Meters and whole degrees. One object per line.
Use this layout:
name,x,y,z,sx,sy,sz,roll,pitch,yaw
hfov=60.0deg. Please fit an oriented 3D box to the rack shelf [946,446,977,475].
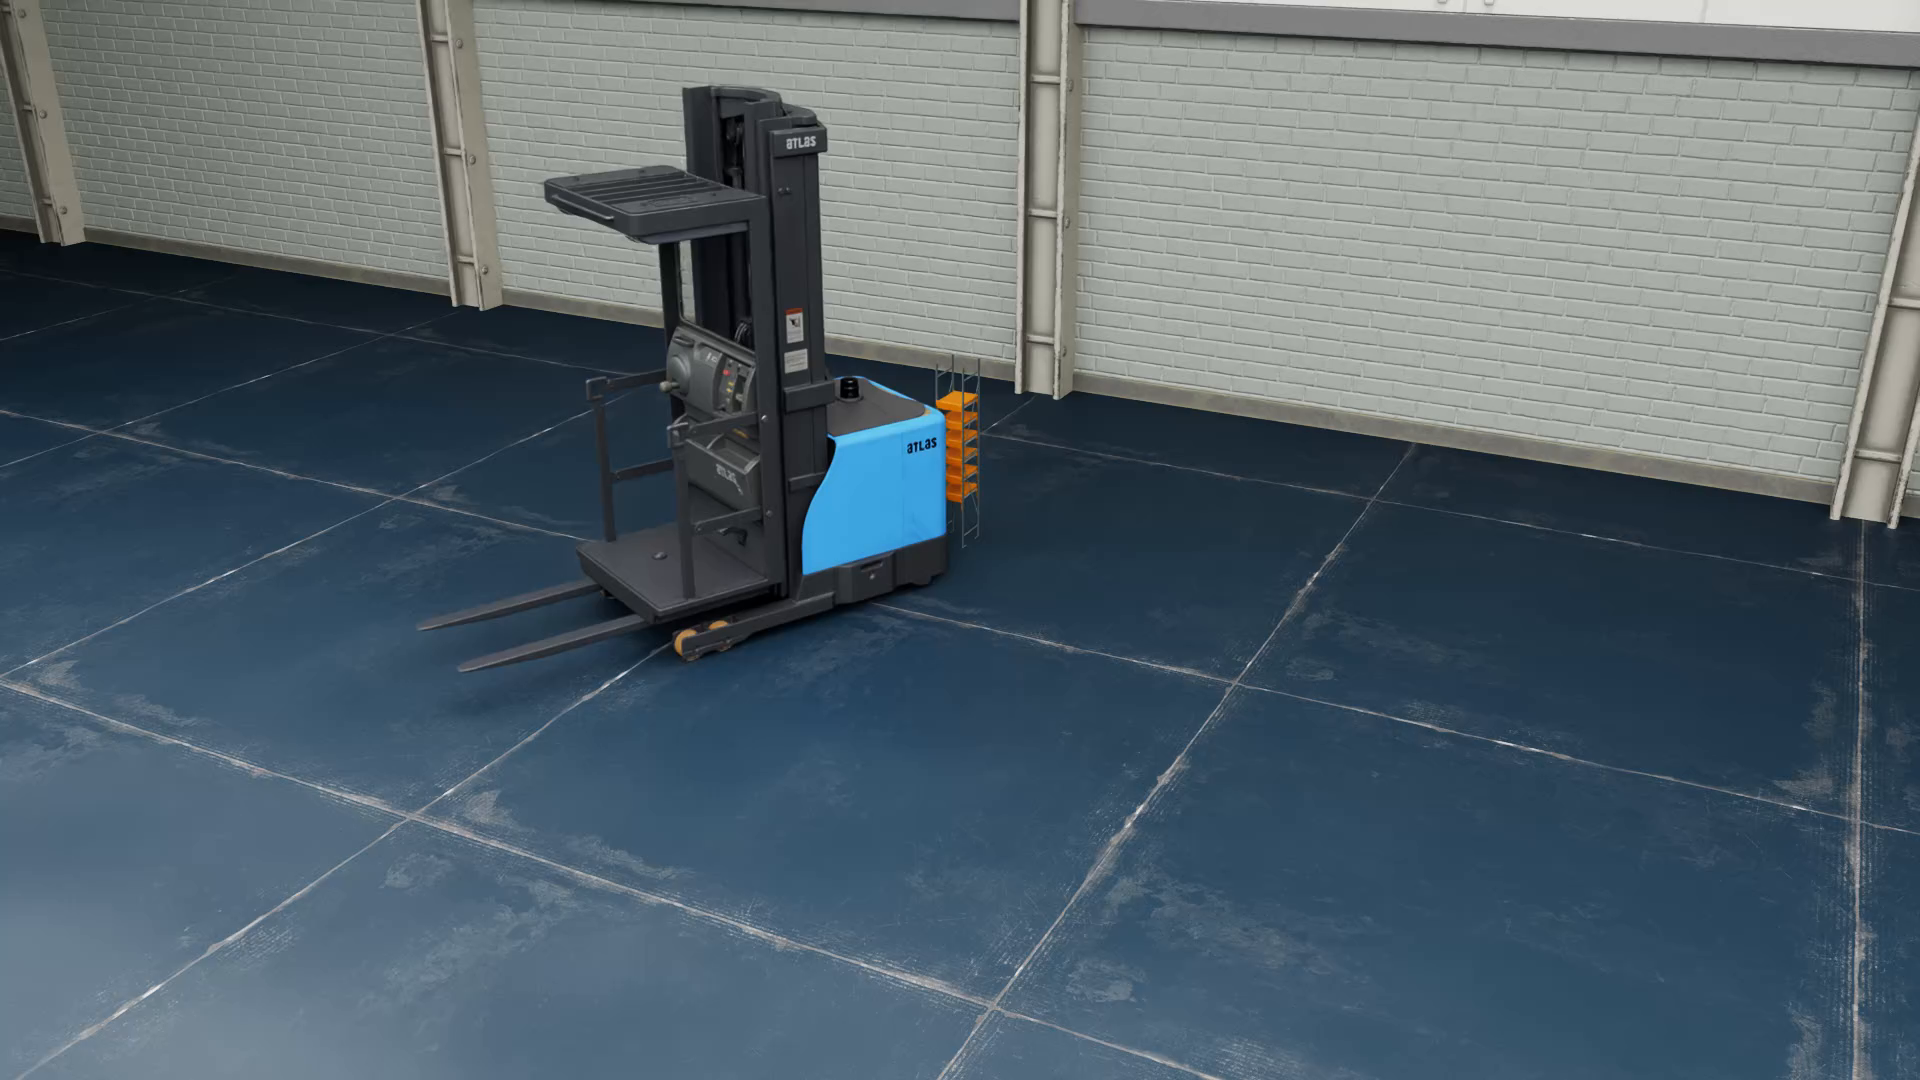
rack shelf,-0.013,-0.514,10.539,0.180,0.103,0.258,11,25,25

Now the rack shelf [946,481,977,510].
rack shelf,-0.013,-0.293,10.633,0.180,0.103,0.258,11,25,25

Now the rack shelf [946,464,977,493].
rack shelf,-0.013,-0.403,10.586,0.180,0.103,0.258,11,25,25

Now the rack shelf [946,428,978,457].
rack shelf,-0.013,-0.624,10.492,0.180,0.103,0.258,11,25,25

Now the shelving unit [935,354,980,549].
shelving unit,-0.013,-0.555,10.521,0.189,1.200,0.258,11,25,25

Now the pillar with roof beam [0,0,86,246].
pillar with roof beam,-11.961,-5.977,13.306,0.400,9.000,9.100,11,25,25

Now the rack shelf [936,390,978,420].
rack shelf,-0.013,-0.845,10.398,0.180,0.103,0.258,11,25,25

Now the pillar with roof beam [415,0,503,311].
pillar with roof beam,-6.607,-4.918,10.815,0.400,9.000,9.100,11,25,25

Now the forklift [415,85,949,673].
forklift,-1.557,-0.919,9.166,3.031,2.935,1.130,-16,28,-33

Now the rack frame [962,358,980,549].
rack frame,0.069,-0.539,10.483,0.006,1.200,0.240,11,25,25

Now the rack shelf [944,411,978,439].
rack shelf,-0.013,-0.735,10.445,0.180,0.103,0.258,11,25,25

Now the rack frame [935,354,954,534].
rack frame,-0.095,-0.571,10.559,0.006,1.200,0.240,11,25,25

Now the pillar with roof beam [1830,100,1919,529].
pillar with roof beam,4.103,-2.799,5.832,0.400,9.000,9.100,11,25,25

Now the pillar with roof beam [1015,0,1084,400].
pillar with roof beam,-1.252,-3.858,8.323,0.400,9.000,9.100,11,25,25
